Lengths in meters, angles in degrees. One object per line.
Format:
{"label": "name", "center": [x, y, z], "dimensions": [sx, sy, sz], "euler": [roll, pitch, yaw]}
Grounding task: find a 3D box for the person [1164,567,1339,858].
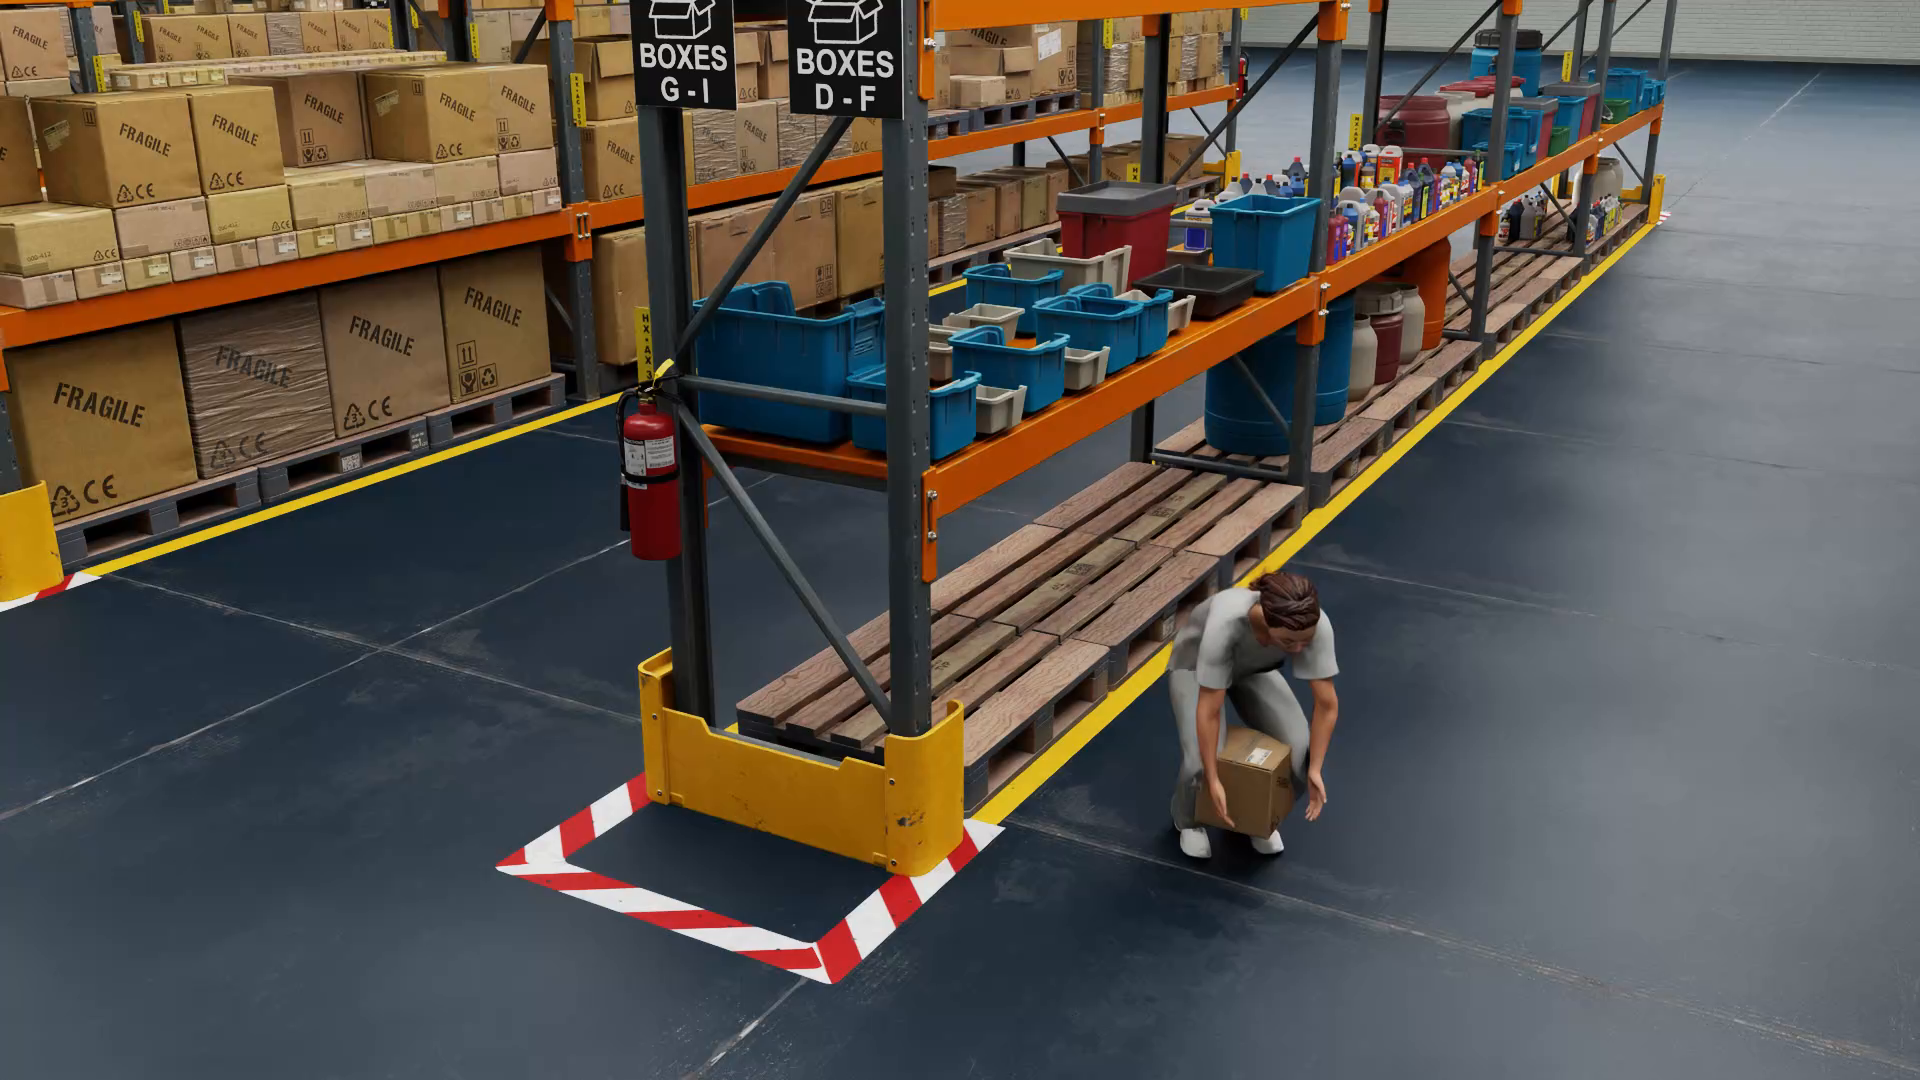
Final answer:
{"label": "person", "center": [0.949, 0.534, 5.437], "dimensions": [0.493, 1.095, 0.750], "euler": [-2, 20, -7]}
